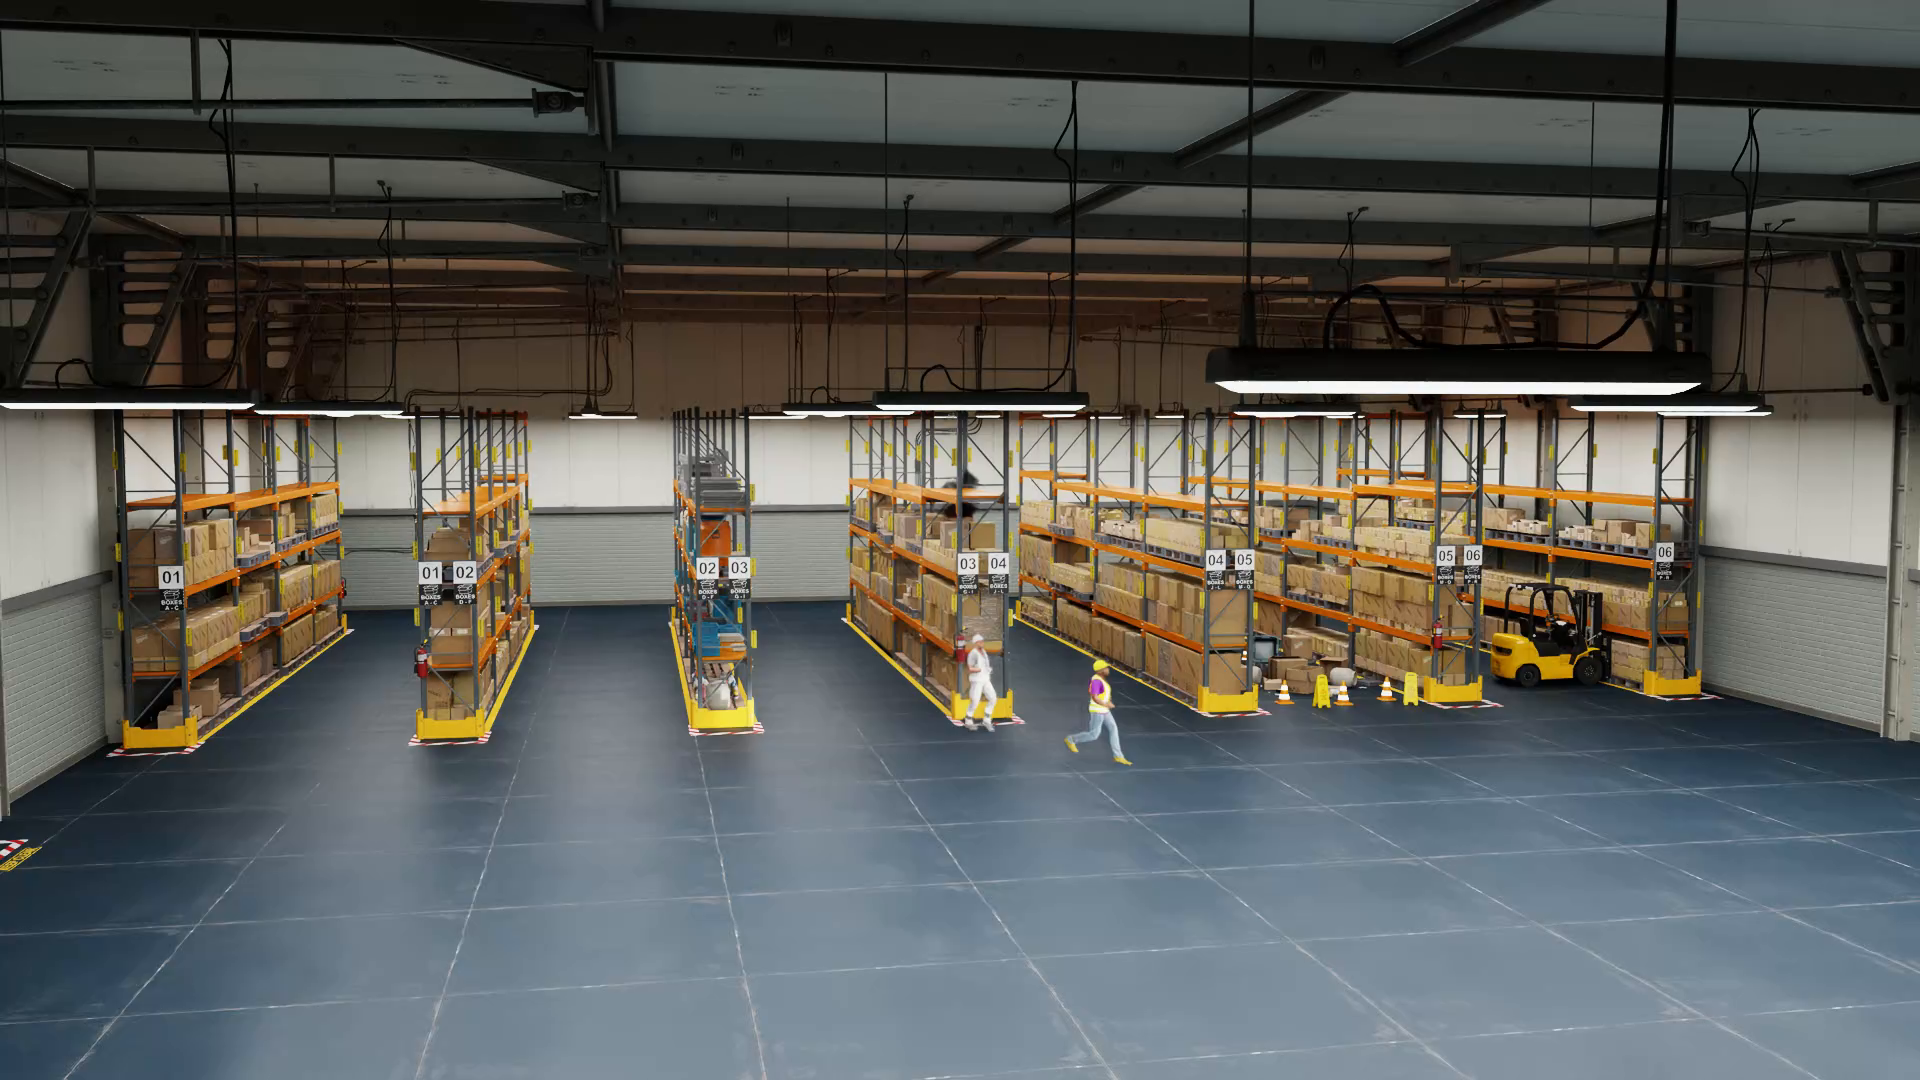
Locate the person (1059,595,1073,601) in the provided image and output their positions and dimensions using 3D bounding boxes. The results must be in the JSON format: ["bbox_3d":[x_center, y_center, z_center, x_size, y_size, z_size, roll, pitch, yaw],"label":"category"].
[{"bbox_3d":[3.160,1.379,49.587,0.653,1.722,0.633,-3,5,-32],"label":"person"}]

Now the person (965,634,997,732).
[{"bbox_3d":[0.389,2.653,30.667,0.704,1.828,0.680,3,5,39],"label":"person"}]

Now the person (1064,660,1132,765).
[{"bbox_3d":[2.307,2.885,27.788,1.132,1.762,0.667,1,4,20],"label":"person"}]
